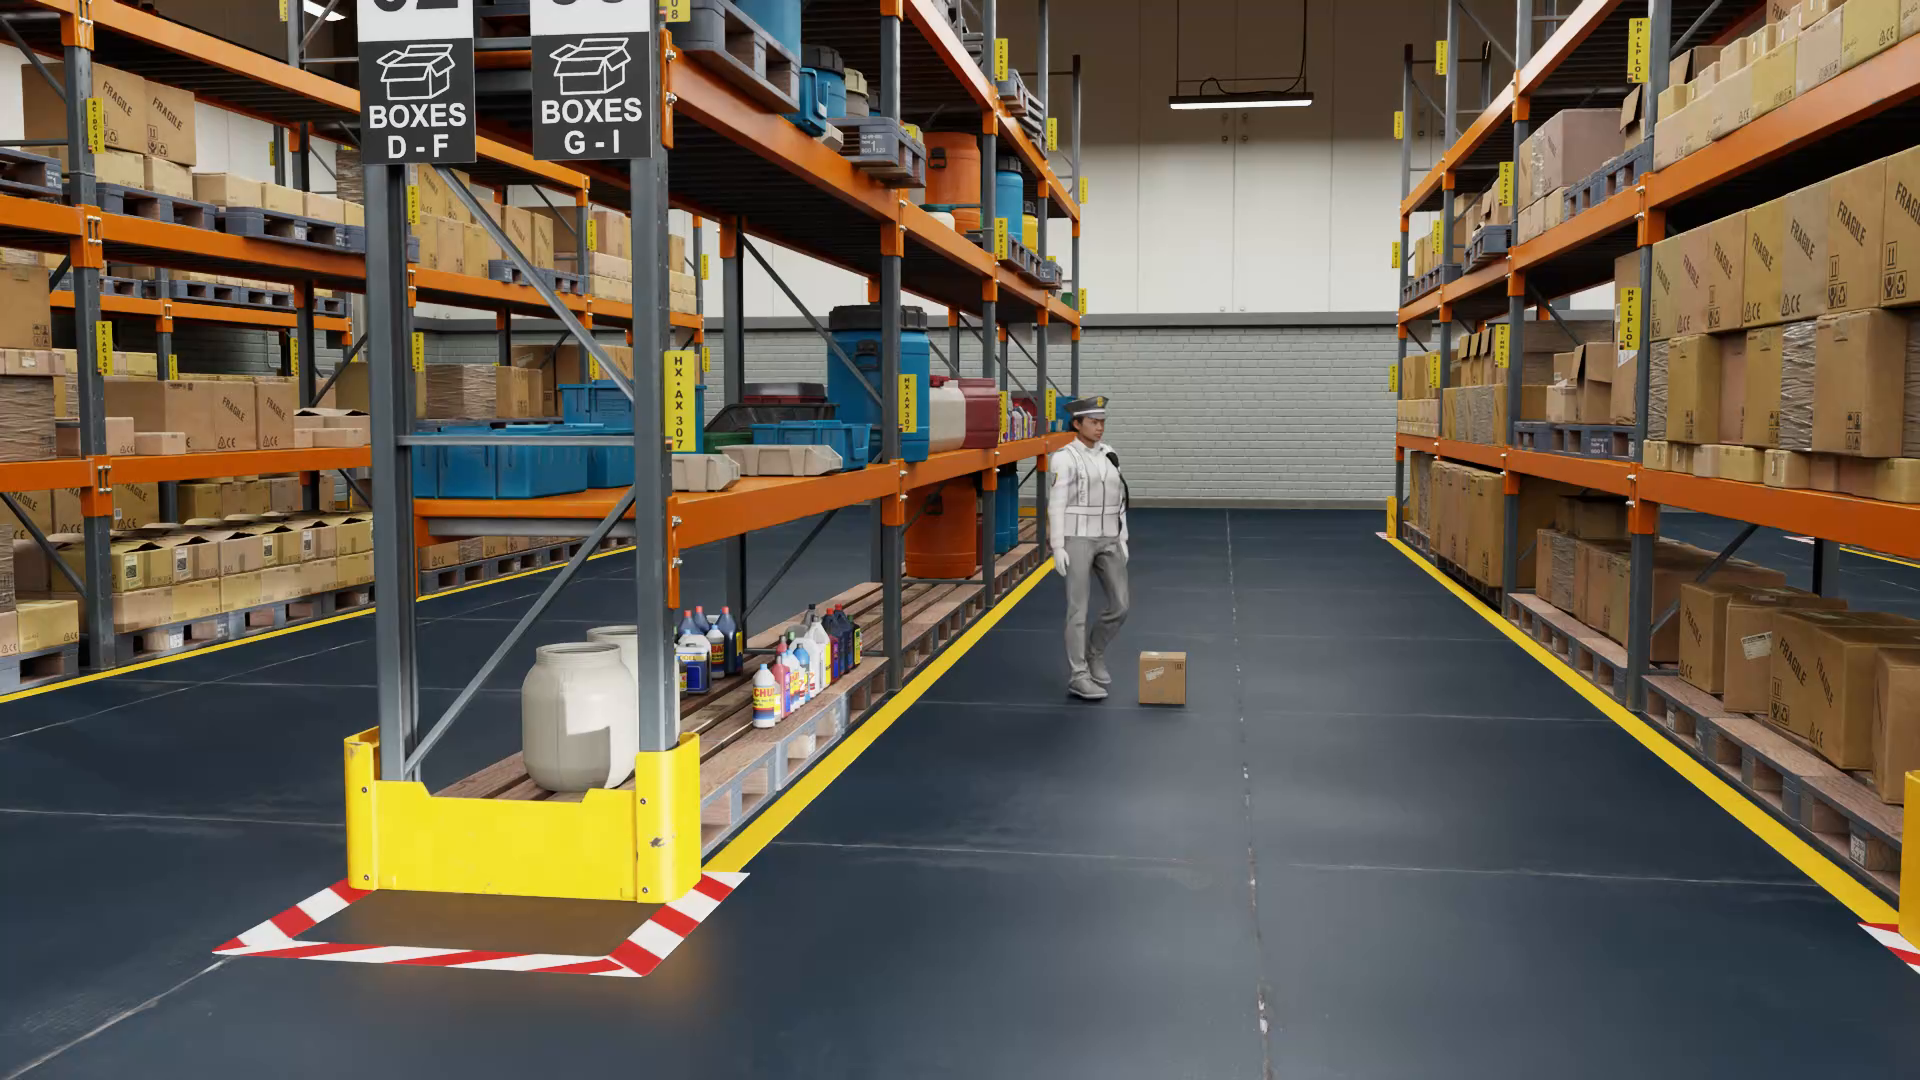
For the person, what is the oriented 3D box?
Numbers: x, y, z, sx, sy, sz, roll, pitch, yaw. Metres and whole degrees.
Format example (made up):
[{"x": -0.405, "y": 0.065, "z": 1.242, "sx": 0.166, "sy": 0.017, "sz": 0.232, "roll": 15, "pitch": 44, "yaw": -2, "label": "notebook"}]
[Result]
[{"x": 0.724, "y": 0.024, "z": 9.370, "sx": 0.501, "sy": 1.674, "sz": 0.530, "roll": -3, "pitch": 5, "yaw": -33, "label": "person"}]
